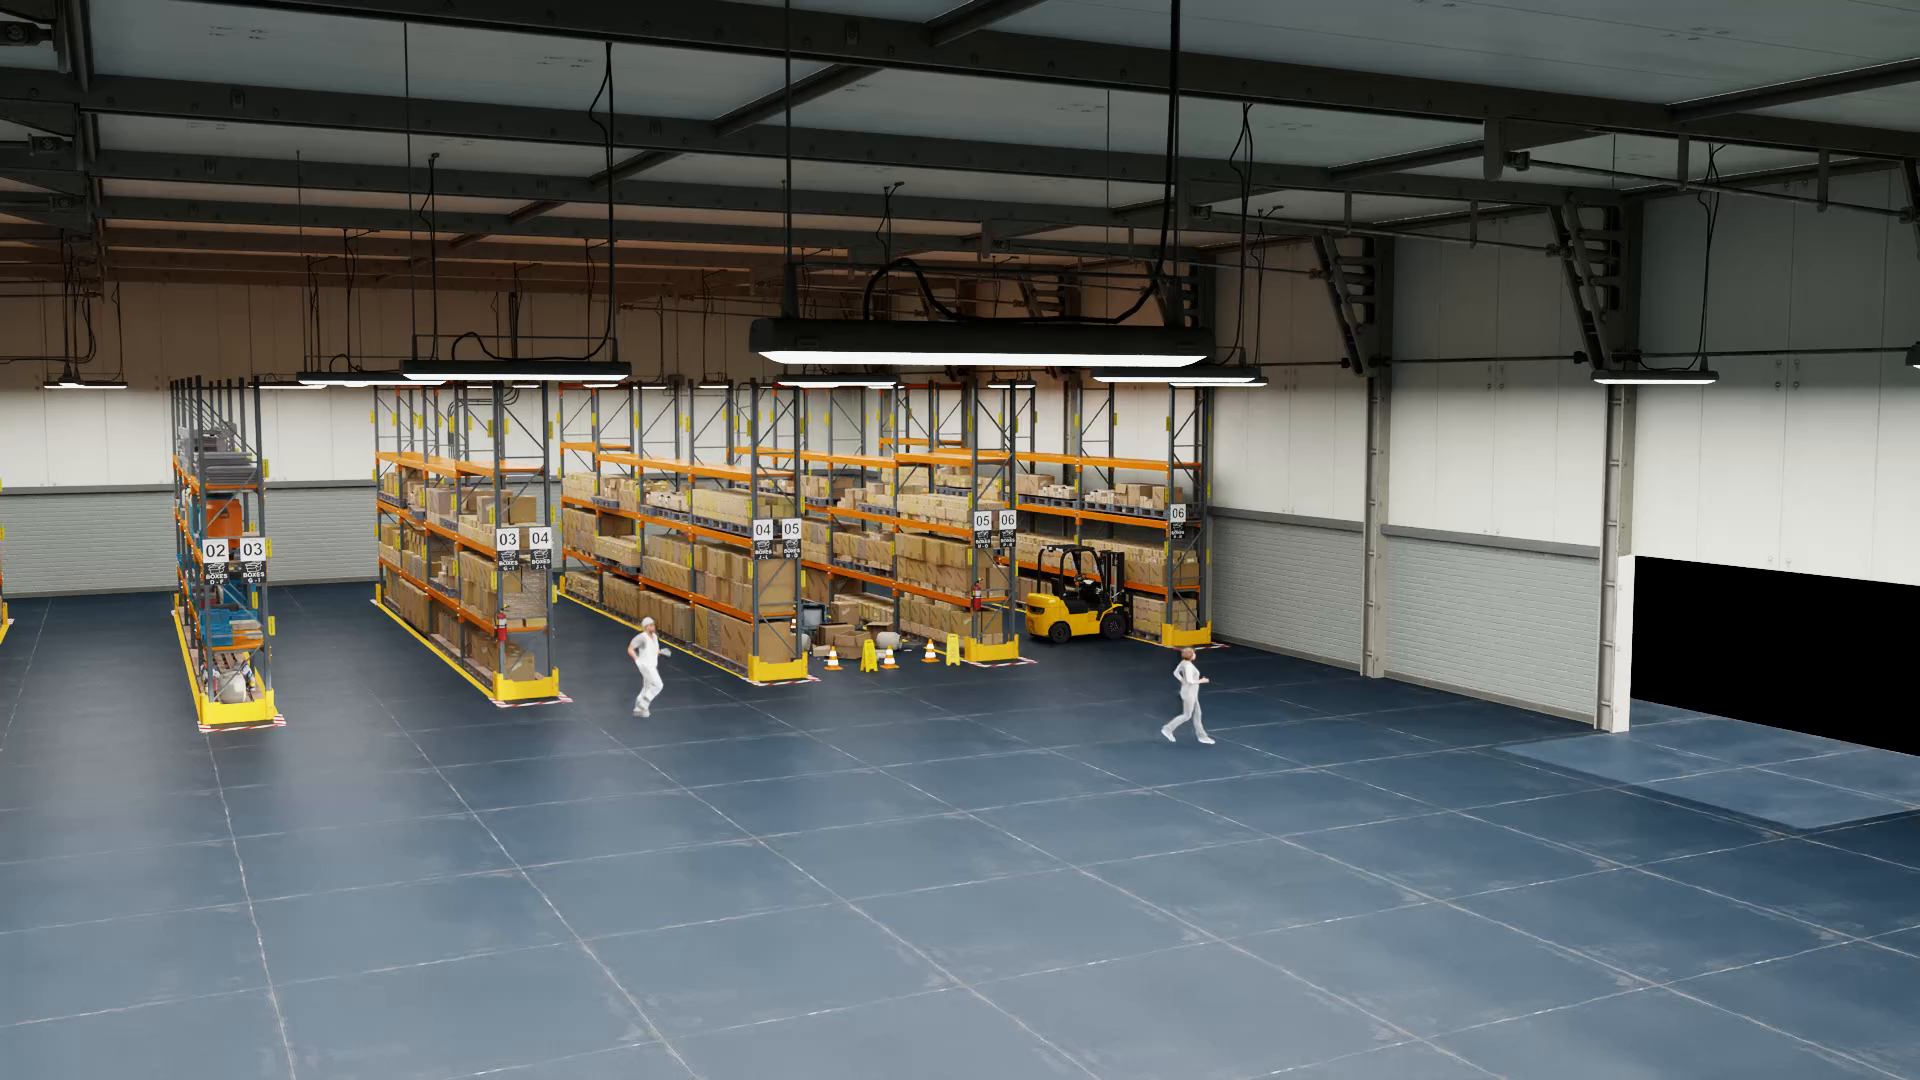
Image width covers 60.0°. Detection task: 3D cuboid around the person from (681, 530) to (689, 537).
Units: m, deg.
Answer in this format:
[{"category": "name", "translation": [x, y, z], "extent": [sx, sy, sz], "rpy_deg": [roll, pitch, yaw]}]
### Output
[{"category": "person", "translation": [-8.387, 0.417, 50.280], "extent": [0.864, 1.718, 0.665], "rpy_deg": [-3, 6, -31]}]

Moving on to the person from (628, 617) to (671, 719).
[{"category": "person", "translation": [-5.431, 2.241, 29.238], "extent": [0.667, 1.770, 0.624], "rpy_deg": [1, 5, 14]}]

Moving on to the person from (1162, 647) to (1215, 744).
[{"category": "person", "translation": [3.704, 2.510, 26.832], "extent": [0.851, 1.580, 0.545], "rpy_deg": [0, 5, 2]}]

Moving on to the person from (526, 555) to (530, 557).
[{"category": "person", "translation": [-12.571, 0.715, 46.813], "extent": [0.769, 1.729, 0.600], "rpy_deg": [3, 6, 27]}]
